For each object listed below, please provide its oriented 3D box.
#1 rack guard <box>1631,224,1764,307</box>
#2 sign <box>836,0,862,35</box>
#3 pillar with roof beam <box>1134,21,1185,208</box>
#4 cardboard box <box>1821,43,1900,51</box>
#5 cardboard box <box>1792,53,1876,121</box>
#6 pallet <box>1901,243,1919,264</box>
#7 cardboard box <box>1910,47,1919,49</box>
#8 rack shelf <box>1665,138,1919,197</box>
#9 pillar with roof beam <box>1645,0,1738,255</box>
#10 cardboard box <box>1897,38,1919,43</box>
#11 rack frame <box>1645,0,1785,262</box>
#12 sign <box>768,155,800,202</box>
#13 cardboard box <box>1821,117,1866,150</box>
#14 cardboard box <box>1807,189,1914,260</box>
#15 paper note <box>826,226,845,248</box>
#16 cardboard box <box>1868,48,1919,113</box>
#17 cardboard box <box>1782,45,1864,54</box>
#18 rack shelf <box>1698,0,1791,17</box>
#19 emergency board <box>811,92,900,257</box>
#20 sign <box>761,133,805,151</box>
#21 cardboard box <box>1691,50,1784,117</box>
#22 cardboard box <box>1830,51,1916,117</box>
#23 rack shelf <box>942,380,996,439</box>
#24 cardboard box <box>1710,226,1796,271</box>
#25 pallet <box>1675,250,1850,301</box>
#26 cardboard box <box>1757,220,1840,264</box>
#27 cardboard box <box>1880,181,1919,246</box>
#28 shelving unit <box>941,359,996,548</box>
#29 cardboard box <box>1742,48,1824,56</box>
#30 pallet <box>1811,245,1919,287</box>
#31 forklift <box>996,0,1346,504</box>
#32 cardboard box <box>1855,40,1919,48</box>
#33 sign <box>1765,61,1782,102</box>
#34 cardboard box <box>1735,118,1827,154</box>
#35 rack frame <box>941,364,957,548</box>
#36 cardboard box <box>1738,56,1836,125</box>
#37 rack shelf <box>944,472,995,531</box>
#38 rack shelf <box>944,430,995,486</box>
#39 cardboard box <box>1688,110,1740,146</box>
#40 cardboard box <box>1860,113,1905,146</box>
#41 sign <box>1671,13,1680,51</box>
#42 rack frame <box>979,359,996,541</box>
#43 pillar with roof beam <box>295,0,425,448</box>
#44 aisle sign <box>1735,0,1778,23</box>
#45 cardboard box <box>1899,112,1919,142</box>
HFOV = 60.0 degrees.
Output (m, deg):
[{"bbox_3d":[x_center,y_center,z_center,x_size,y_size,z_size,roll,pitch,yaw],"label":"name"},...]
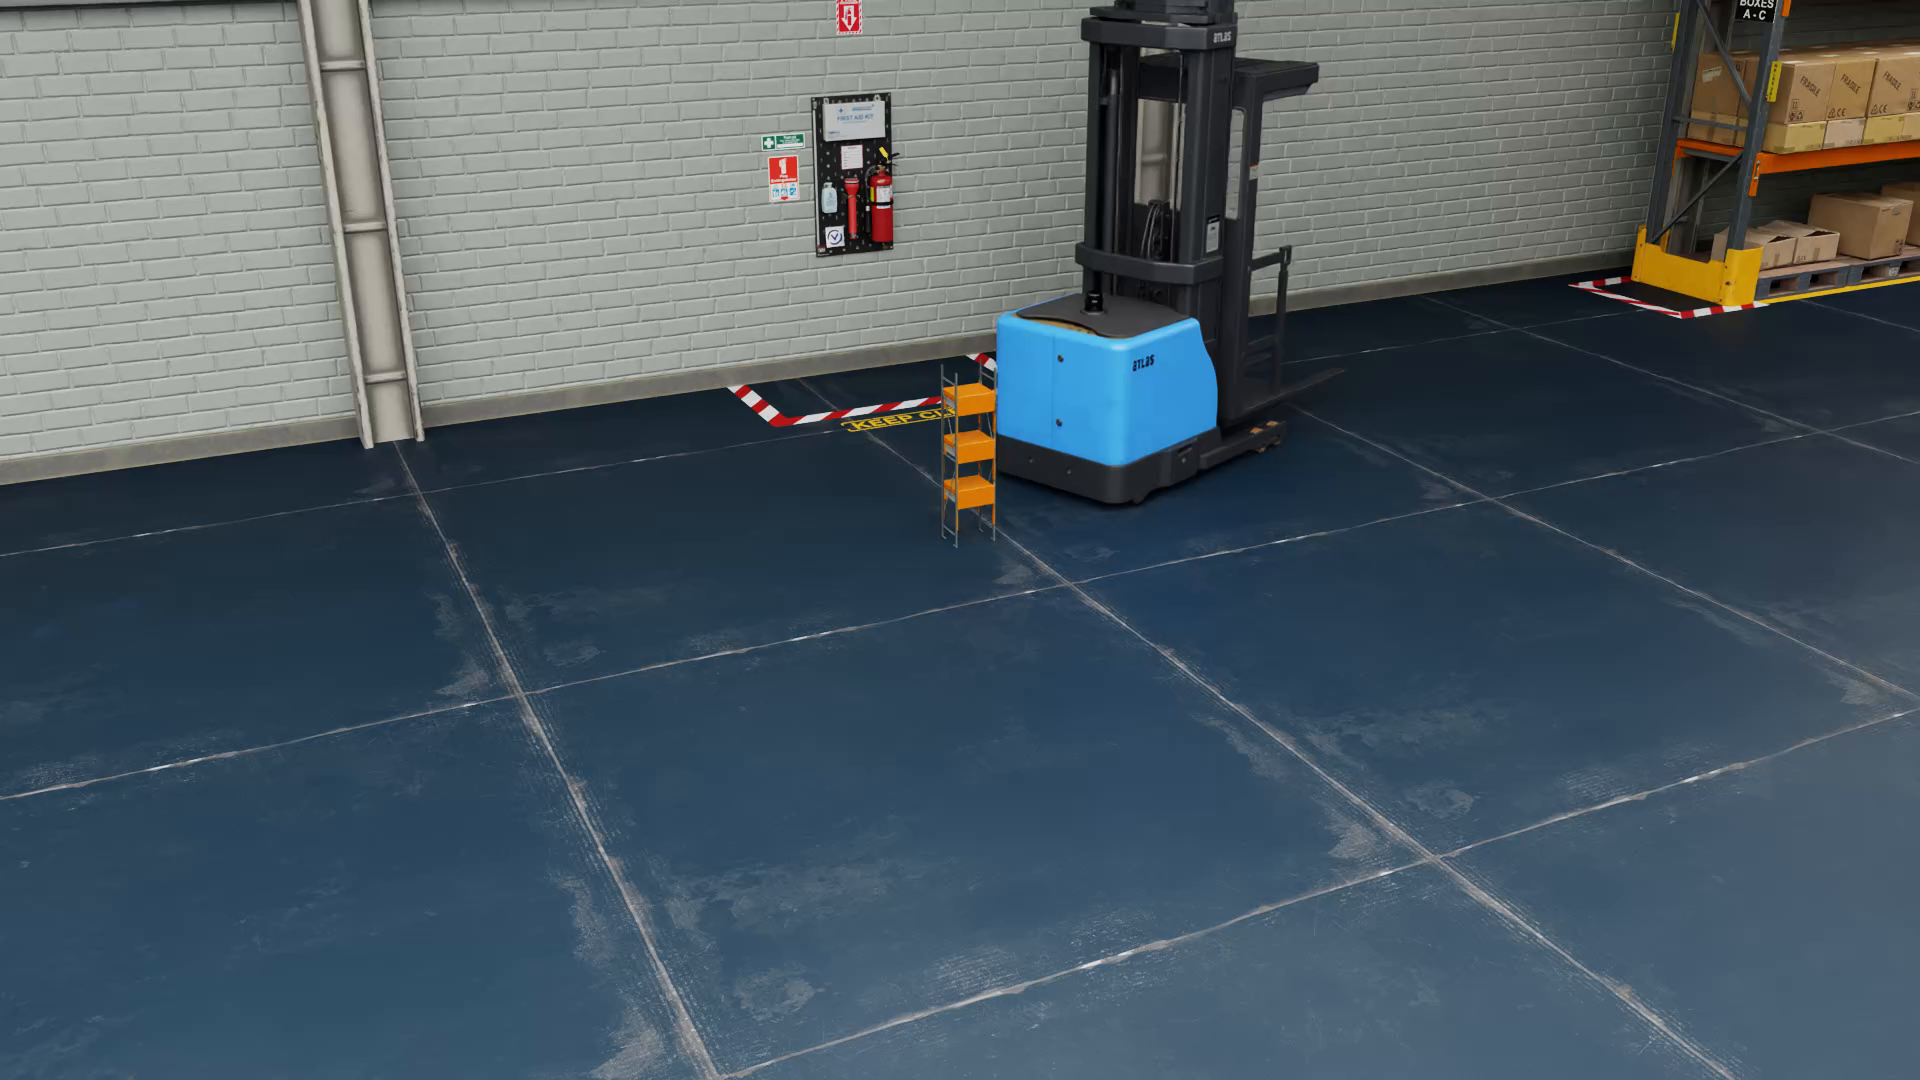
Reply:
[{"bbox_3d":[6.715,-2.524,15.193,0.348,0.500,1.175,-10,25,-24],"label":"rack guard"},{"bbox_3d":[-0.798,-3.792,11.958,0.199,0.298,0.001,-10,25,-24],"label":"sign"},{"bbox_3d":[3.362,-4.373,8.549,0.400,9.000,9.100,-10,25,-24],"label":"pillar with roof beam"},{"bbox_3d":[8.354,-4.355,15.537,0.500,0.500,0.500,-10,25,-23],"label":"cardboard box"},{"bbox_3d":[7.656,-4.006,14.696,0.500,0.500,0.500,-10,25,-23],"label":"cardboard box"},{"bbox_3d":[9.661,-2.917,16.522,1.213,0.211,1.003,-10,25,-24],"label":"pallet"},{"bbox_3d":[9.053,-4.266,15.324,0.500,0.500,0.500,-11,25,-25],"label":"cardboard box"},{"bbox_3d":[8.448,-3.665,15.623,4.000,0.370,1.077,-10,25,-24],"label":"rack shelf"},{"bbox_3d":[8.769,-5.368,10.953,0.400,9.000,9.100,-10,25,-24],"label":"pillar with roof beam"},{"bbox_3d":[9.269,-4.525,15.950,0.500,0.500,0.500,-11,25,-24],"label":"cardboard box"},{"bbox_3d":[6.646,-3.666,14.684,0.127,3.000,1.000,-10,25,-24],"label":"rack frame"},{"bbox_3d":[-1.291,-2.648,12.179,0.234,0.329,0.001,-10,25,-24],"label":"sign"},{"bbox_3d":[7.685,-3.668,14.860,0.500,0.250,0.500,-11,25,-25],"label":"cardboard box"},{"bbox_3d":[8.505,-2.997,15.761,0.500,0.500,0.700,-12,25,-27],"label":"cardboard box"},{"bbox_3d":[-0.937,-2.275,12.477,0.142,0.148,0.016,-10,25,-24],"label":"paper note"},{"bbox_3d":[8.585,-4.180,15.115,0.500,0.500,0.500,-10,24,-22],"label":"cardboard box"},{"bbox_3d":[7.901,-4.271,15.336,0.500,0.500,0.500,-11,25,-25],"label":"cardboard box"},{"bbox_3d":[8.448,-5.051,15.049,4.000,0.370,1.077,-10,25,-24],"label":"rack shelf"},{"bbox_3d":[-0.748,-2.688,12.322,0.643,1.169,0.194,-10,25,-24],"label":"emergency board"},{"bbox_3d":[-1.283,-2.891,12.072,0.331,0.109,0.001,-10,25,-24],"label":"sign"},{"bbox_3d":[6.979,-4.104,14.931,0.500,0.500,0.500,-11,25,-24],"label":"cardboard box"},{"bbox_3d":[8.125,-4.090,14.898,0.500,0.500,0.500,-11,25,-25],"label":"cardboard box"},{"bbox_3d":[0.048,-0.746,9.466,0.240,0.259,0.215,-10,25,-24],"label":"rack shelf"},{"bbox_3d":[7.309,-2.711,15.317,0.500,0.311,0.500,-14,26,-30],"label":"cardboard box"},{"bbox_3d":[7.462,-2.513,15.544,1.213,0.211,1.003,-10,25,-24],"label":"pallet"},{"bbox_3d":[7.822,-2.805,15.545,0.500,0.311,0.500,-8,24,-19],"label":"cardboard box"},{"bbox_3d":[9.333,-3.192,16.232,0.500,0.500,0.500,-12,26,-28],"label":"cardboard box"},{"bbox_3d":[0.048,-0.494,9.571,0.252,1.050,0.215,-10,25,-24],"label":"shelving unit"},{"bbox_3d":[7.437,-4.184,15.125,0.500,0.500,0.500,-10,25,-23],"label":"cardboard box"},{"bbox_3d":[8.560,-2.713,16.029,1.213,0.211,1.003,-10,25,-24],"label":"pallet"},{"bbox_3d":[1.571,-2.055,10.883,1.130,2.935,3.031,19,29,38],"label":"forklift"},{"bbox_3d":[8.817,-4.445,15.755,0.500,0.500,0.500,-10,24,-22],"label":"cardboard box"},{"bbox_3d":[6.882,-3.879,14.067,0.005,0.325,0.100,-10,25,-24],"label":"sign"},{"bbox_3d":[7.224,-3.577,14.640,0.500,0.250,0.500,-11,25,-25],"label":"cardboard box"},{"bbox_3d":[-0.062,-0.474,9.522,0.008,1.050,0.200,-10,25,-24],"label":"rack frame"},{"bbox_3d":[7.207,-3.928,14.507,0.500,0.500,0.500,-10,25,-24],"label":"cardboard box"},{"bbox_3d":[0.048,-0.227,9.681,0.240,0.259,0.215,-10,25,-24],"label":"rack shelf"},{"bbox_3d":[0.048,-0.484,9.575,0.240,0.259,0.215,-10,25,-24],"label":"rack shelf"},{"bbox_3d":[6.983,-3.750,15.058,0.500,0.250,0.500,-10,25,-23],"label":"cardboard box"},{"bbox_3d":[8.147,-3.751,15.059,0.500,0.250,0.500,-11,25,-24],"label":"cardboard box"},{"bbox_3d":[6.423,-4.541,14.872,0.005,0.325,0.100,-10,25,-24],"label":"sign"},{"bbox_3d":[0.158,-0.514,9.620,0.008,1.050,0.200,-10,25,-24],"label":"rack frame"},{"bbox_3d":[-2.044,-3.378,6.145,0.400,9.000,9.100,-10,25,-24],"label":"pillar with roof beam"},{"bbox_3d":[6.711,-4.752,13.908,0.004,0.787,0.394,-10,25,-24],"label":"aisle sign"},{"bbox_3d":[8.603,-3.834,15.260,0.500,0.250,0.500,-10,25,-23],"label":"cardboard box"}]
